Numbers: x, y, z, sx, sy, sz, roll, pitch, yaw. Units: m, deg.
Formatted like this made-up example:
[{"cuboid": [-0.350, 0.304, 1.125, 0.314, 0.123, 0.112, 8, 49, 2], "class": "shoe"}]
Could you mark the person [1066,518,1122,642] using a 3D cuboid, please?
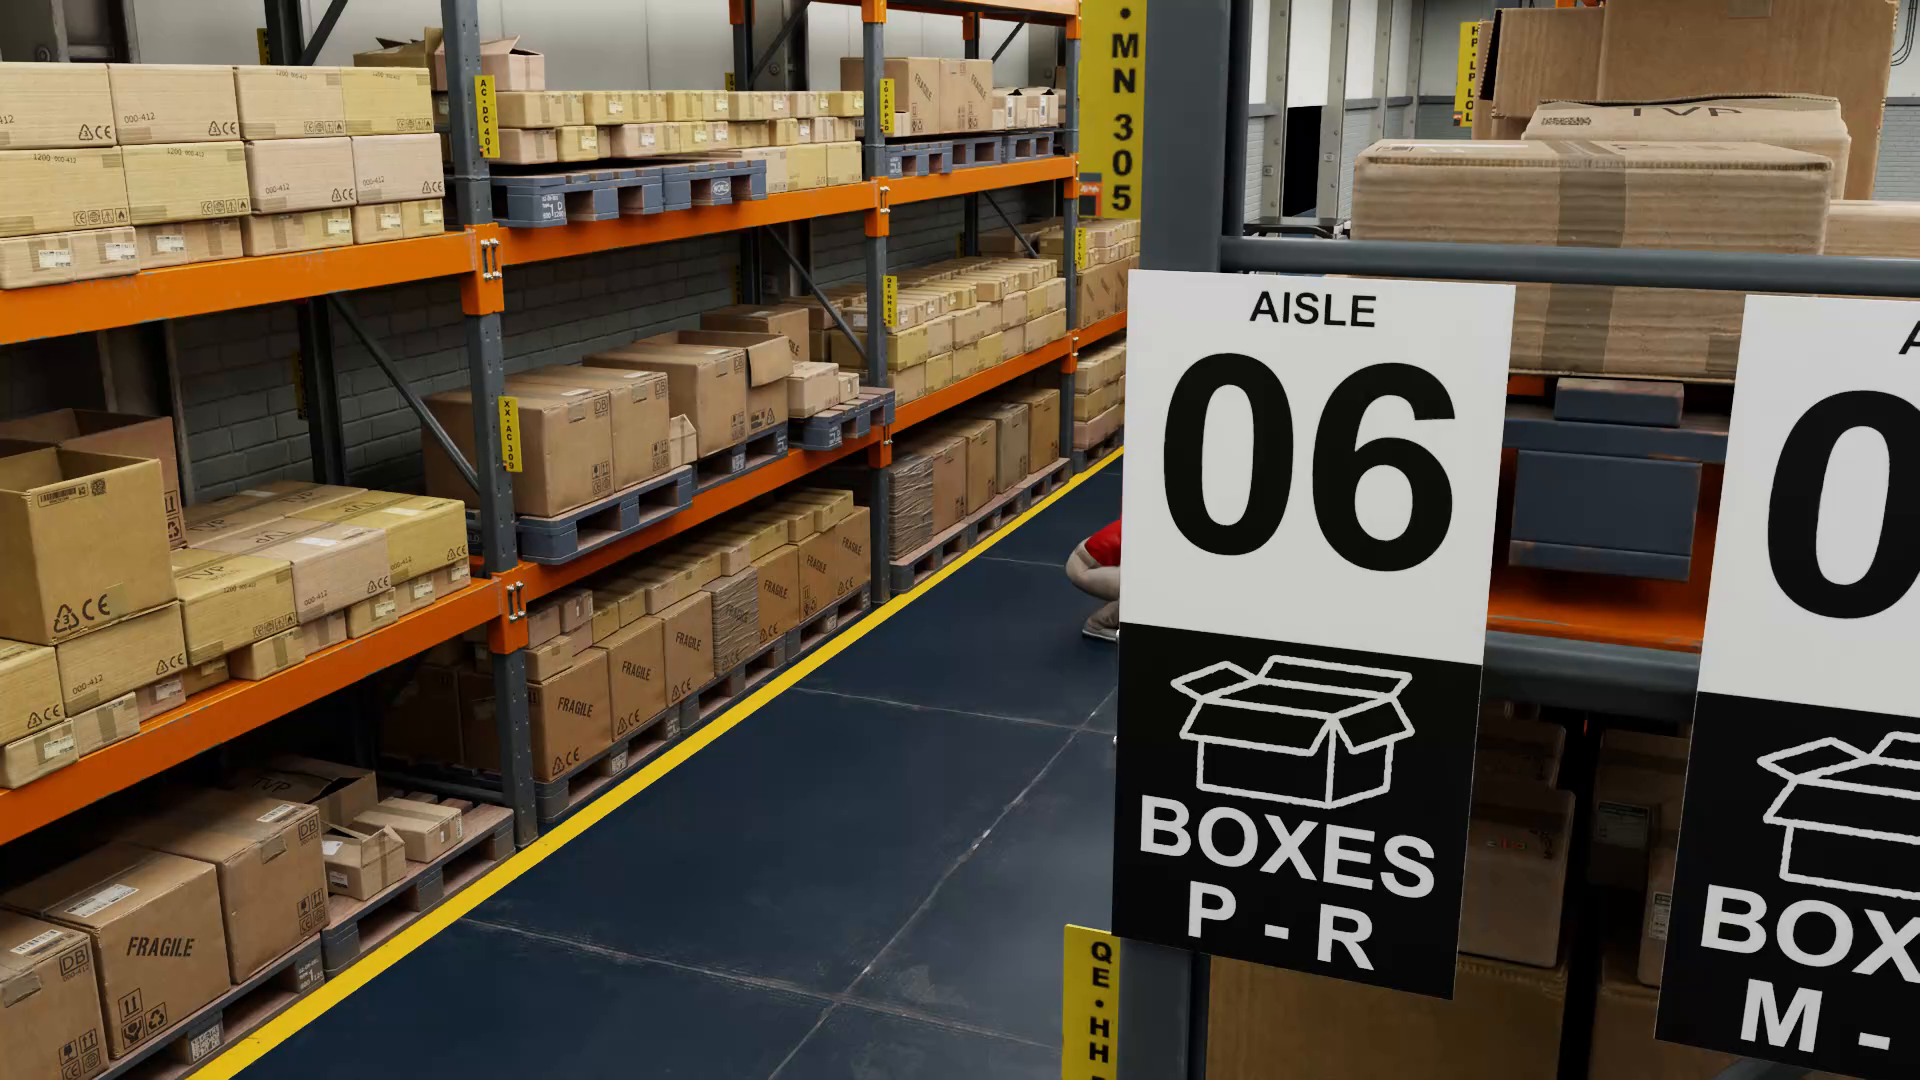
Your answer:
[{"cuboid": [1.120, 0.183, 10.520, 0.871, 0.876, 0.562, 6, 16, 21], "class": "person"}]
